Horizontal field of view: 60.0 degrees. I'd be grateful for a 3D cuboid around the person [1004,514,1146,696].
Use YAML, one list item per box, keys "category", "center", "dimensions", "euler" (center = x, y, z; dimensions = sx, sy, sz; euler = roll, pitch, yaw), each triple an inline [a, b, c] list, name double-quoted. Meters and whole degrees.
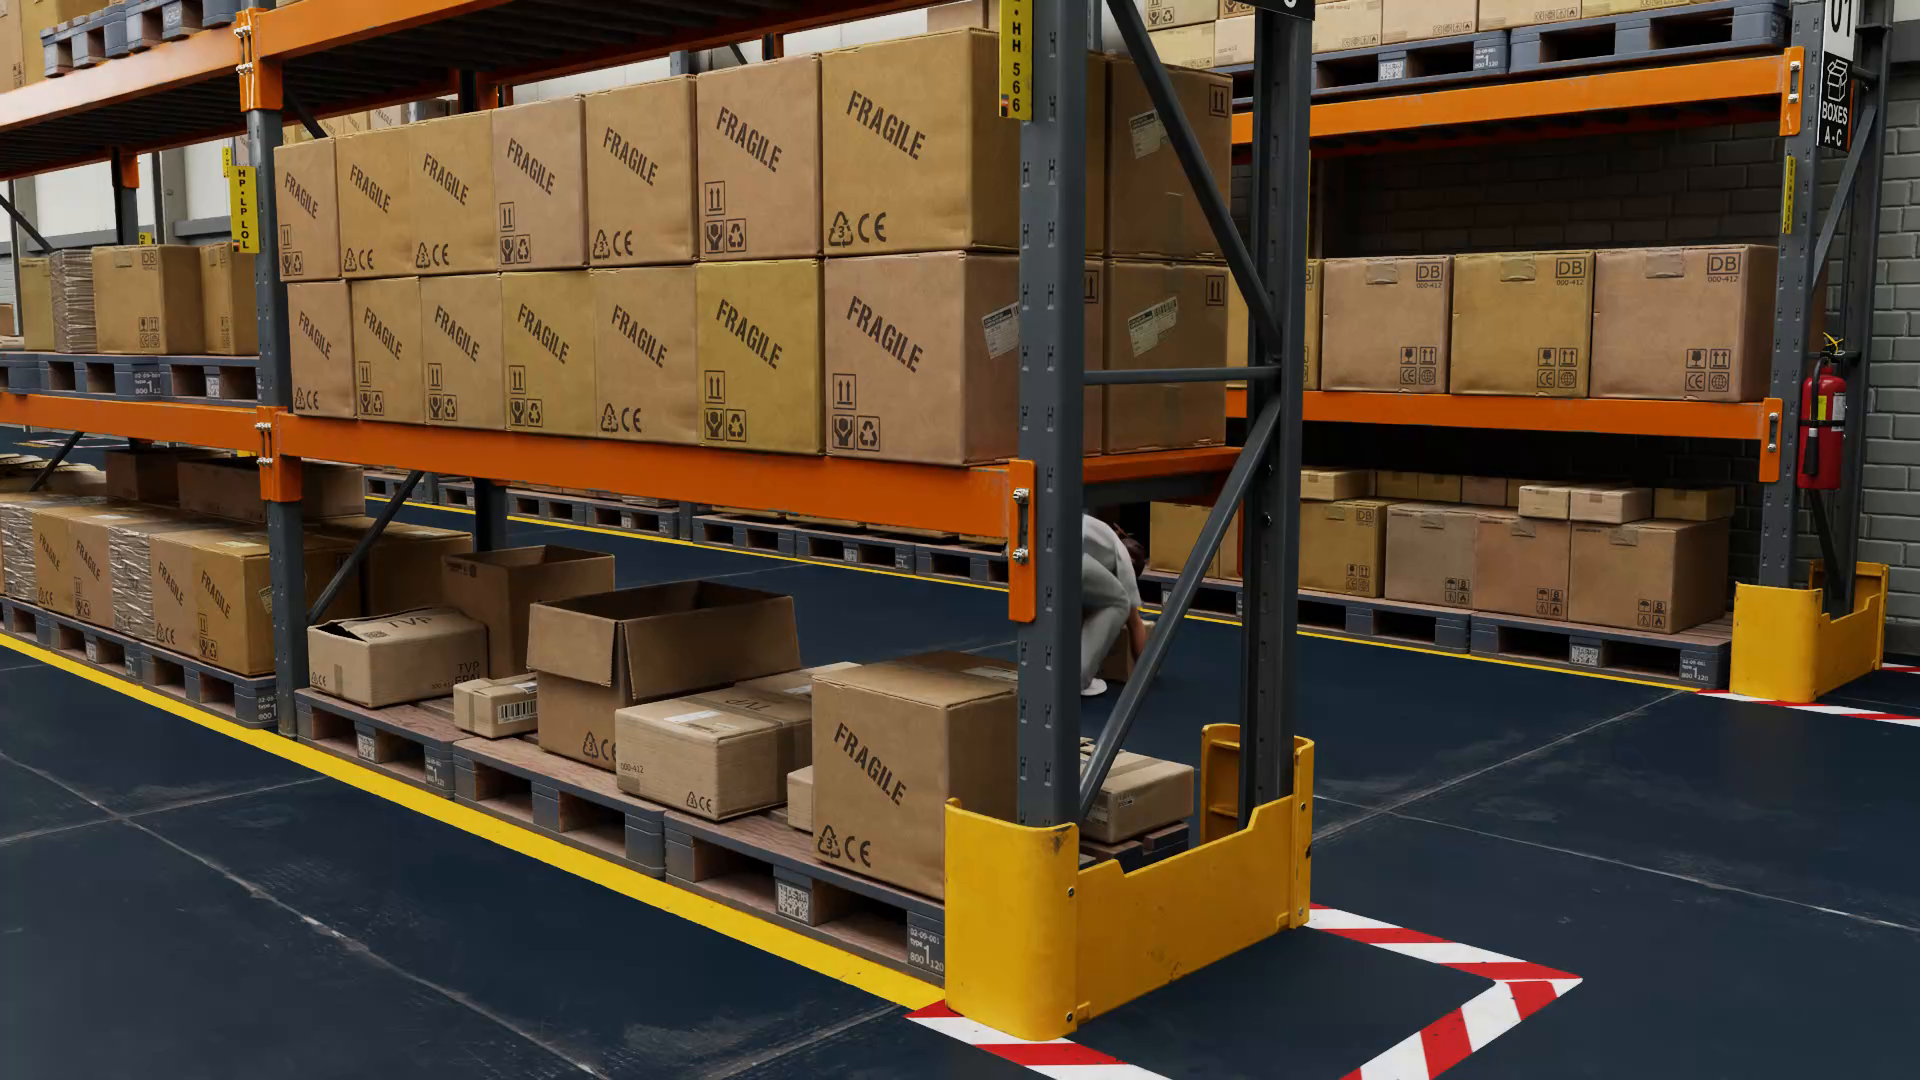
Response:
- category: "person"
  center: [0.555, 0.270, 7.564]
  dimensions: [0.476, 0.837, 0.857]
  euler: [6, 9, 41]
